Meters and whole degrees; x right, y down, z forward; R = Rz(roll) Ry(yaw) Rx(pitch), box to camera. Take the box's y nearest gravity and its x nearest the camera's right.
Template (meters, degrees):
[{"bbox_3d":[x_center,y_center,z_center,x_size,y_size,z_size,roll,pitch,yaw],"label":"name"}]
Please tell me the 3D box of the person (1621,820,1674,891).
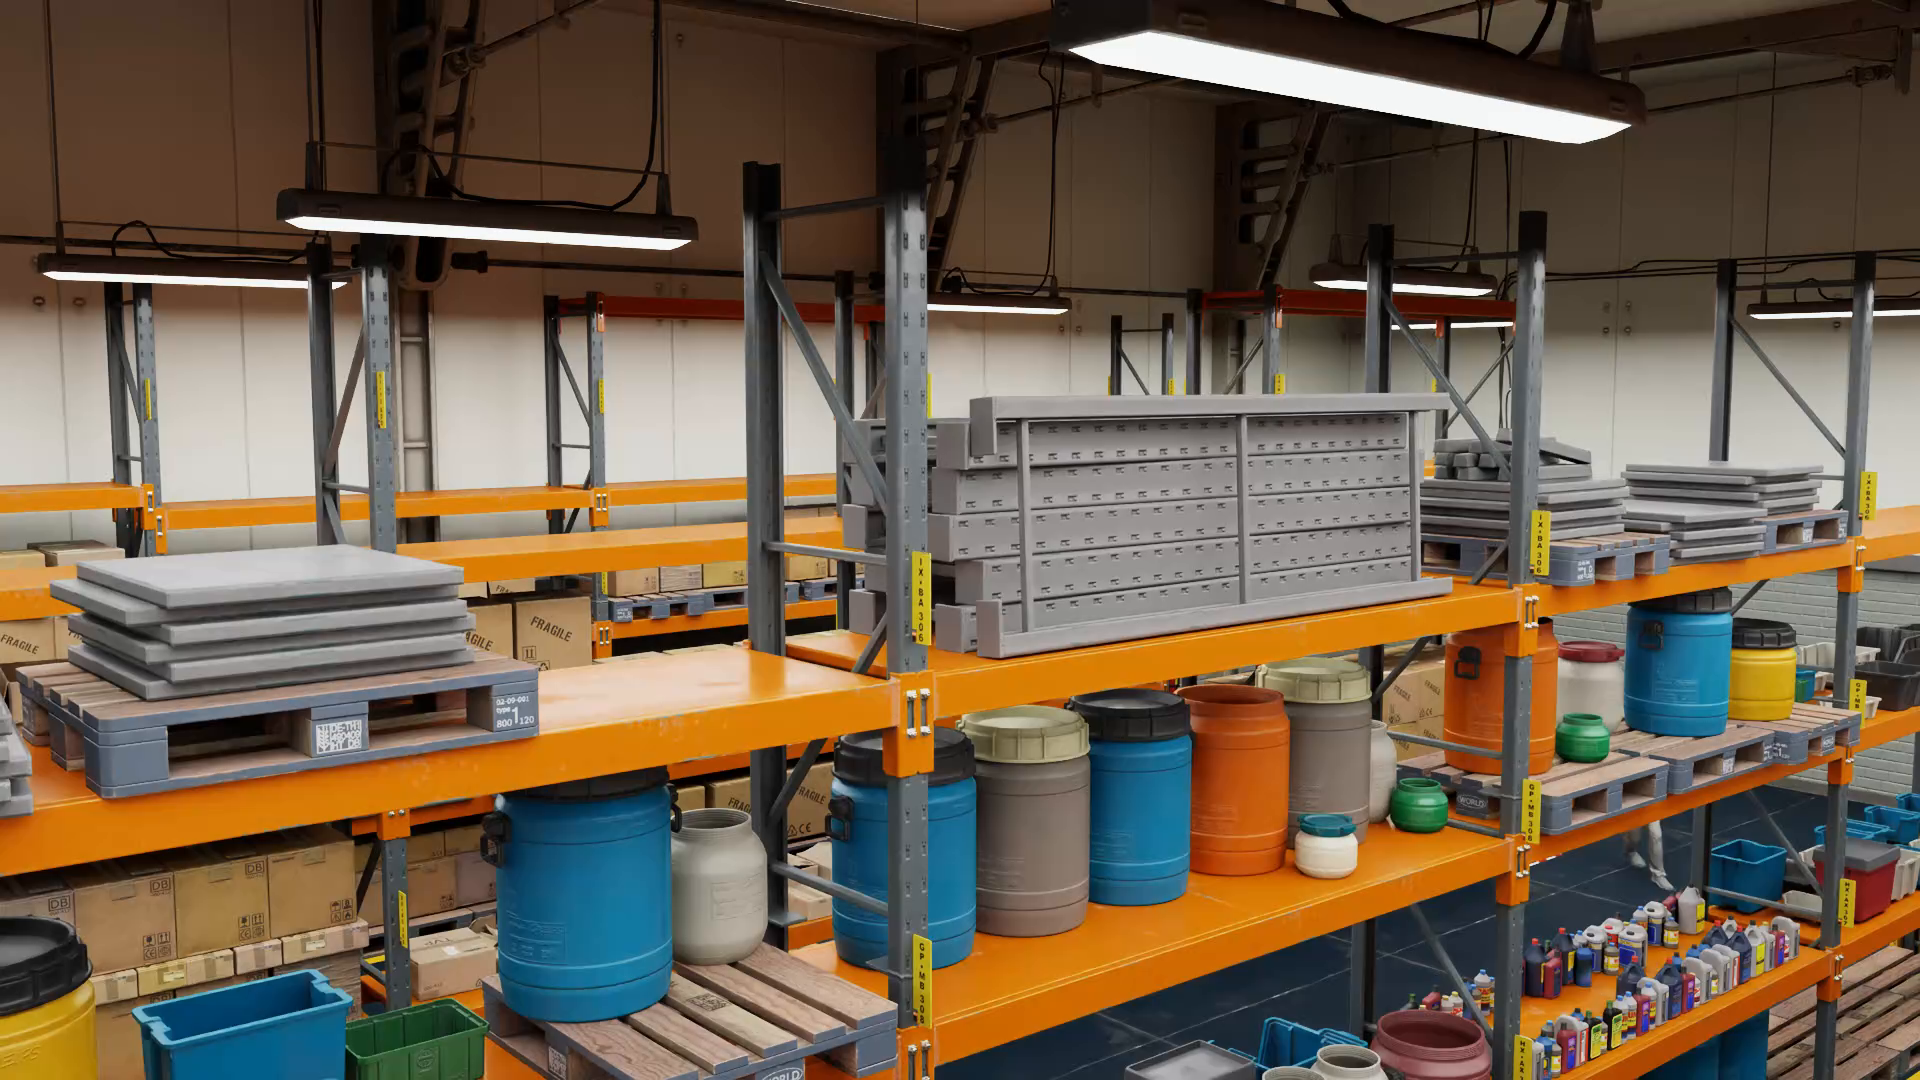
[{"bbox_3d":[6.894,2.680,17.211,0.786,1.706,0.840,0,6,4],"label":"person"}]
